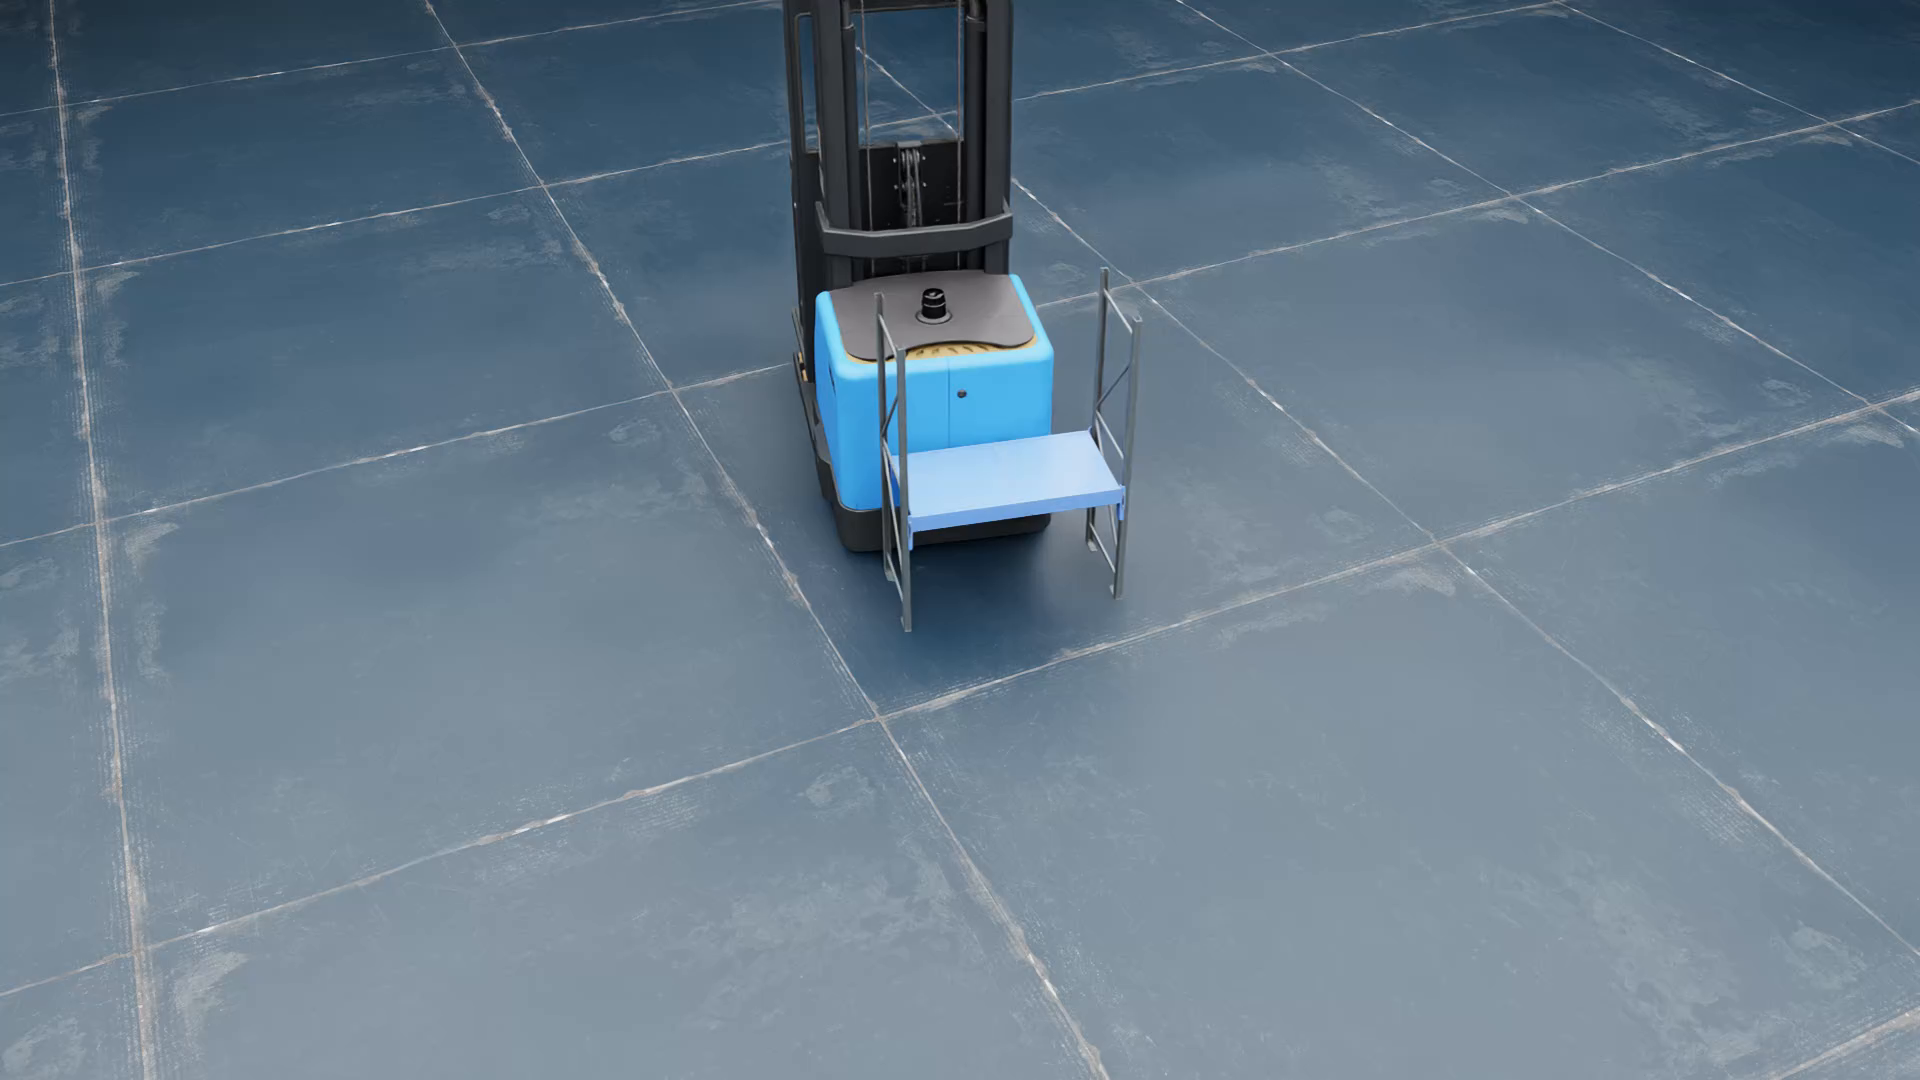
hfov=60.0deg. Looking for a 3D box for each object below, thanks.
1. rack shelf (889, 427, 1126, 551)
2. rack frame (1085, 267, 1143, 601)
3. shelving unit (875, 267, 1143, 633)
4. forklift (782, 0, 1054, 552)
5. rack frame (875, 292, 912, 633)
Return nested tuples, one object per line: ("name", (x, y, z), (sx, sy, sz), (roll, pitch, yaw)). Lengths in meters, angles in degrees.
("rack shelf", (0.199, -0.245, 7.623), (1.000, 0.185, 0.538), (-8, 37, -11))
("rack frame", (0.694, -0.460, 7.610), (0.032, 1.500, 0.500), (-8, 37, -11))
("shelving unit", (0.199, -0.389, 7.516), (1.048, 1.500, 0.538), (-8, 37, -11))
("forklift", (-0.336, -1.996, 8.481), (1.130, 2.935, 3.031), (-7, 37, -9))
("rack frame", (-0.295, -0.319, 7.421), (0.032, 1.500, 0.500), (-8, 37, -11))
